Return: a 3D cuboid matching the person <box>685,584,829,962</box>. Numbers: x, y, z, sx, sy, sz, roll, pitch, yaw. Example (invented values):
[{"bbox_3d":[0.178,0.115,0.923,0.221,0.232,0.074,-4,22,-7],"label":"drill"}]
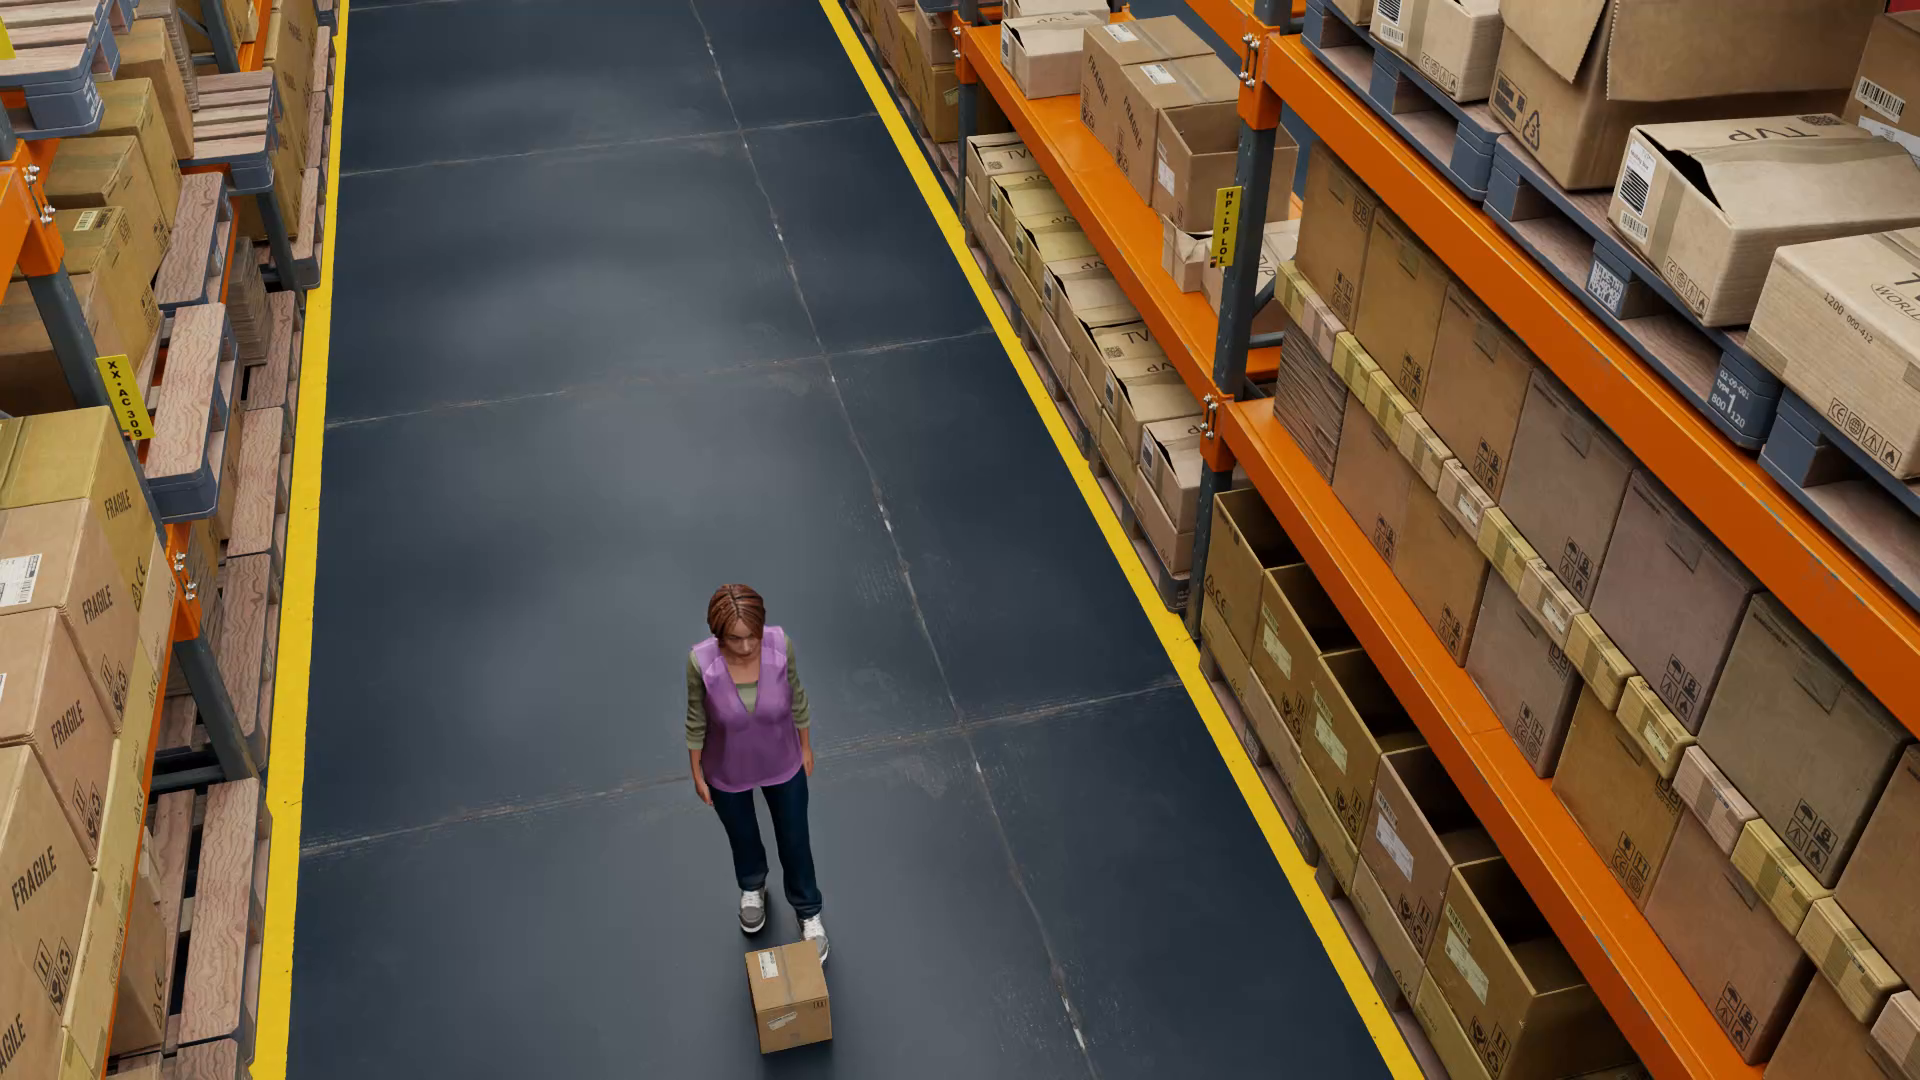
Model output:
[{"bbox_3d":[-0.703,0.806,5.710,0.430,1.602,0.479,-9,40,-11],"label":"person"}]
